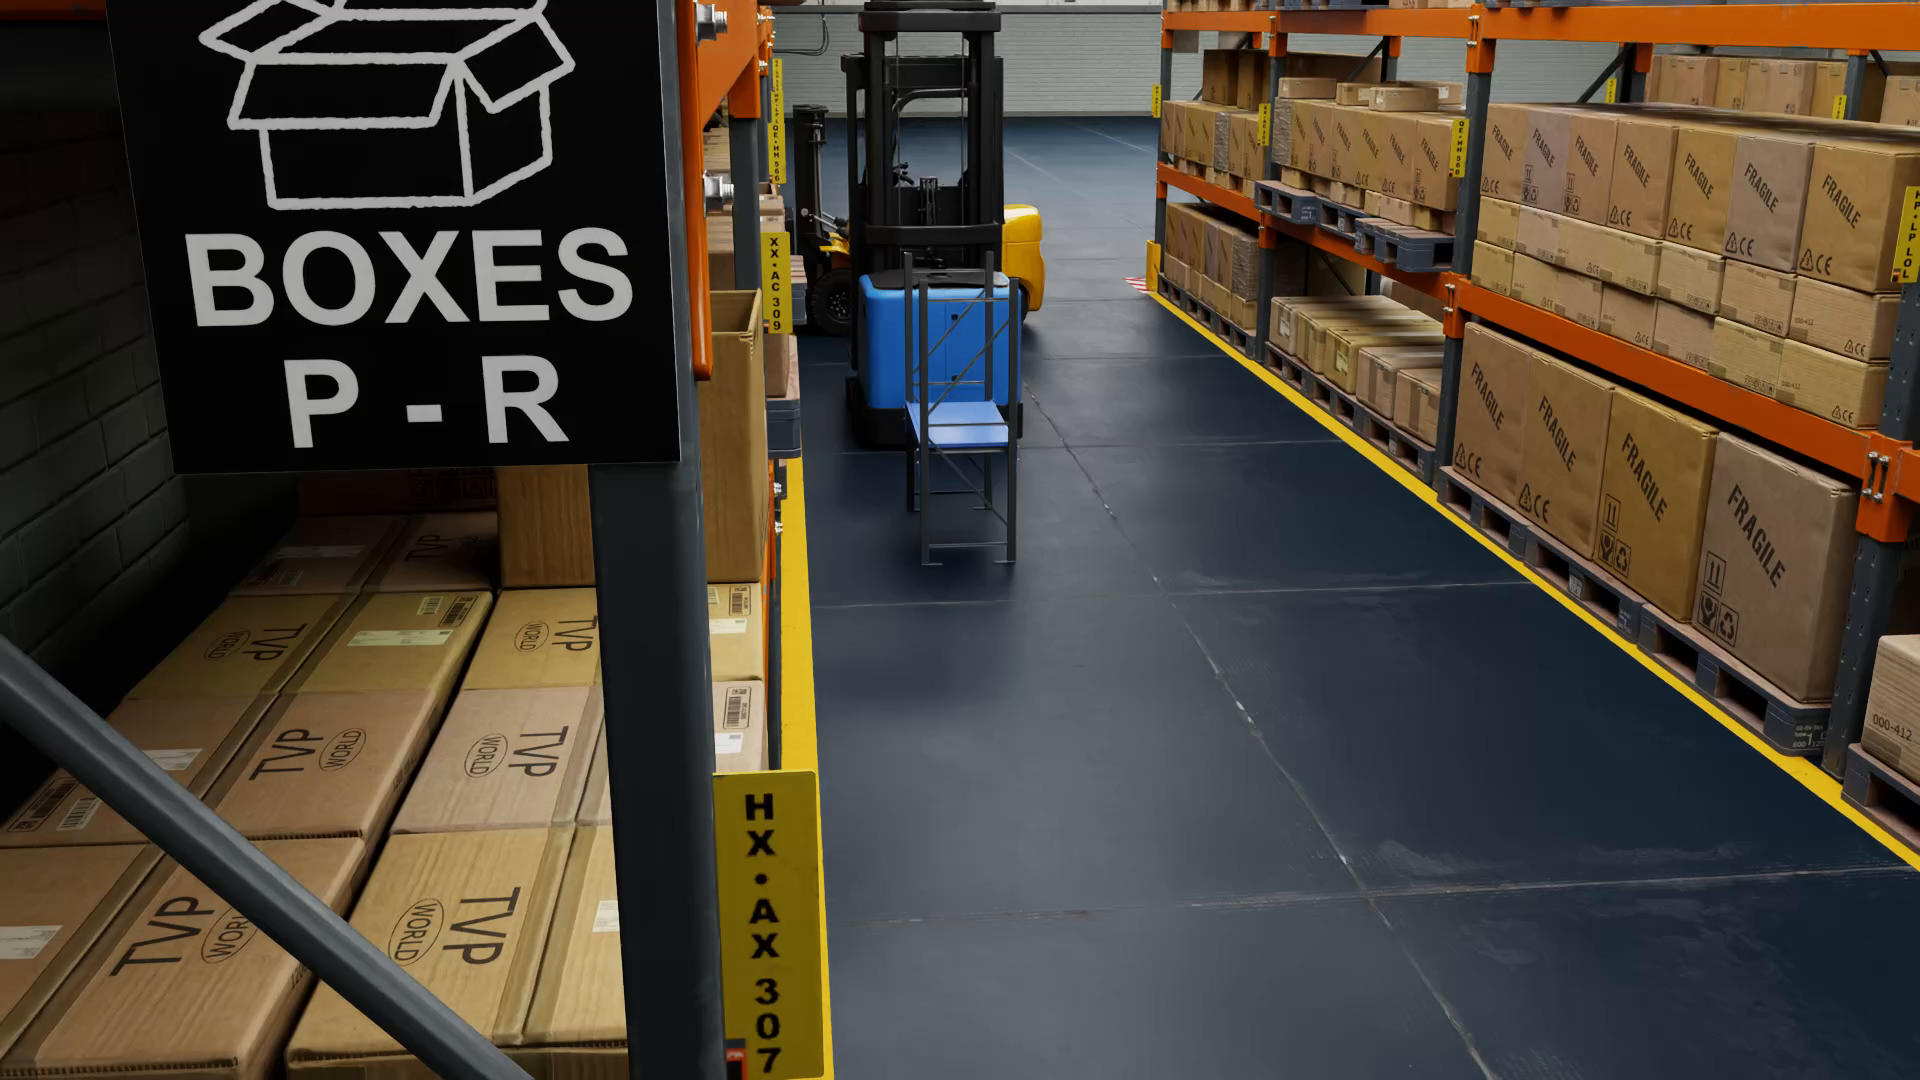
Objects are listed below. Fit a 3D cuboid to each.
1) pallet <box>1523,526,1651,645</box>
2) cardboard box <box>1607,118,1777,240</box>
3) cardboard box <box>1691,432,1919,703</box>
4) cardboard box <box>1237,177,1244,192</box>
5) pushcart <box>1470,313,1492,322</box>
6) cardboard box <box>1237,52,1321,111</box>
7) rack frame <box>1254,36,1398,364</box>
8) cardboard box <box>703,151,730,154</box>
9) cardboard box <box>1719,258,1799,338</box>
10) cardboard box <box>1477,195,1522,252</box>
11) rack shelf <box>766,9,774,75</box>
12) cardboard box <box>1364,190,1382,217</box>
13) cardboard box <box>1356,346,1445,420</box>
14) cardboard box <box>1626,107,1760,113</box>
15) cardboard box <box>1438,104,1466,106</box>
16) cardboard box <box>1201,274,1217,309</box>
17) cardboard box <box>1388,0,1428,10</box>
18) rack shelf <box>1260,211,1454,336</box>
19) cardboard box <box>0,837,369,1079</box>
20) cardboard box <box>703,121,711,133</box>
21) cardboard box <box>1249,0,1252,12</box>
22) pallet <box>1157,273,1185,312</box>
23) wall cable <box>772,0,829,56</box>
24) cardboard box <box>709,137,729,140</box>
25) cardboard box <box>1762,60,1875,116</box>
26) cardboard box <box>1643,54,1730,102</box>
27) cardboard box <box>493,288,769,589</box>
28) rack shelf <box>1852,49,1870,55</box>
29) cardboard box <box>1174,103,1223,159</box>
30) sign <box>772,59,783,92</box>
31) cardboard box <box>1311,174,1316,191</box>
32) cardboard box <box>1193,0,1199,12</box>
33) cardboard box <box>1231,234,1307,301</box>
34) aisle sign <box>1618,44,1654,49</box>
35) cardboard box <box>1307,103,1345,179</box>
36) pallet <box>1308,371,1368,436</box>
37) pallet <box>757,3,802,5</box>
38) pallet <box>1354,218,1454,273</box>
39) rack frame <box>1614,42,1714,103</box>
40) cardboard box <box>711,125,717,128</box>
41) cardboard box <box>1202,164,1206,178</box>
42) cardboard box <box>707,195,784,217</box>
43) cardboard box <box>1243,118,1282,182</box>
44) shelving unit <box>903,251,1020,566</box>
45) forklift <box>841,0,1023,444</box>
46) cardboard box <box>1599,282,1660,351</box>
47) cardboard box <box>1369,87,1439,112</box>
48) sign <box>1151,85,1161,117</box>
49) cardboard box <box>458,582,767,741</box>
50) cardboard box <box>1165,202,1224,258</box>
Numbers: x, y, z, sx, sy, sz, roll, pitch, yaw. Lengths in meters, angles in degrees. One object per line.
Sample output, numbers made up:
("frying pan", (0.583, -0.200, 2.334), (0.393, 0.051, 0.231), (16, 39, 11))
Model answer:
("pallet", (3.520, 0.188, 8.226), (1.003, 0.211, 1.213), (-2, 18, -6))
("cardboard box", (3.346, -1.660, 7.620), (0.500, 0.500, 0.500), (-1, 17, -5))
("cardboard box", (3.660, 0.081, 6.759), (0.875, 0.875, 0.875), (-1, 17, -4))
("cardboard box", (2.648, -3.129, 14.556), (0.380, 0.149, 0.250), (-2, 18, -6))
("pushcart", (5.241, -1.768, 14.179), (1.648, 0.377, 0.936), (-8, 19, -25))
("cardboard box", (2.948, -4.194, 15.196), (0.700, 0.500, 0.500), (-2, 18, -6))
("rack frame", (2.978, -2.934, 13.515), (1.000, 3.000, 0.127), (-2, 18, -6))
("cardboard box", (-1.462, -2.356, 10.423), (0.380, 0.149, 0.250), (-2, 17, -5))
("cardboard box", (3.457, -0.990, 6.738), (0.500, 0.250, 0.500), (-1, 17, -4))
("cardboard box", (3.197, -1.751, 9.161), (0.500, 0.250, 0.500), (-2, 18, -6))
("rack shelf", (-1.752, -3.272, 10.783), (1.077, 0.370, 4.000), (-2, 18, -6))
("cardboard box", (2.892, -2.221, 10.963), (0.380, 0.149, 0.250), (-1, 17, -5))
("cardboard box", (3.258, -1.077, 11.286), (0.950, 0.372, 0.625), (-2, 18, -7))
("cardboard box", (3.765, -1.968, 8.603), (0.500, 0.500, 0.500), (-1, 17, -5))
("cardboard box", (3.354, -2.892, 12.016), (0.500, 0.500, 0.500), (-1, 17, -4))
("cardboard box", (2.537, -2.300, 15.386), (0.500, 0.250, 0.500), (-2, 17, -5))
("cardboard box", (3.205, -3.676, 10.699), (0.797, 0.503, 0.637), (-2, 18, -6))
("rack shelf", (3.184, -1.995, 11.724), (1.077, 0.370, 4.000), (-2, 18, -6))
("cardboard box", (-1.032, 0.597, 2.023), (0.500, 0.250, 0.500), (-1, 17, -4))
("cardboard box", (-2.325, -3.530, 14.164), (0.380, 0.149, 0.250), (-1, 17, -4))
("cardboard box", (2.674, -4.560, 14.106), (0.380, 0.149, 0.250), (-2, 18, -8))
("pallet", (2.622, -2.530, 16.882), (1.003, 0.211, 1.213), (-2, 18, -6))
("wall cable", (-5.279, -14.973, 47.031), (3.097, 2.526, 0.112), (-2, 18, -6))
("cardboard box", (-1.561, -2.737, 11.636), (0.380, 0.149, 0.250), (-2, 18, -7))
("cardboard box", (7.715, -3.975, 14.777), (0.875, 0.550, 0.550), (-2, 18, -6))
("cardboard box", (7.479, -4.784, 17.353), (0.875, 0.550, 0.550), (-2, 18, -6))
("cardboard box", (-0.655, -0.223, 3.381), (0.500, 0.500, 0.500), (-1, 17, -4))
("rack shelf", (8.098, -3.609, 11.858), (1.077, 0.370, 4.000), (-2, 18, -6))
("cardboard box", (2.395, -4.011, 16.283), (0.500, 0.500, 0.500), (-1, 17, -4))
("sign", (-1.830, -4.649, 16.650), (0.100, 0.325, 0.005), (-2, 18, -6))
("cardboard box", (2.843, -2.683, 12.434), (0.380, 0.149, 0.250), (-1, 17, -2))
("cardboard box", (2.436, -5.100, 15.824), (0.380, 0.149, 0.250), (-2, 18, -6))
("cardboard box", (2.650, -2.348, 14.286), (0.500, 0.500, 0.500), (-2, 18, -6))
("aisle sign", (7.173, -5.561, 17.542), (0.394, 0.787, 0.004), (-2, 18, -6))
("cardboard box", (2.831, -2.878, 11.973), (0.500, 0.500, 0.500), (-2, 18, -6))
("pallet", (3.189, -1.007, 12.033), (1.003, 0.211, 1.213), (-2, 18, -6))
("pallet", (-1.241, -2.243, 6.619), (1.213, 0.211, 1.003), (-2, 18, -6))
("pallet", (3.211, -1.860, 10.413), (1.213, 0.211, 1.003), (-2, 18, -6))
("rack frame", (7.479, -4.309, 17.894), (1.000, 3.000, 0.127), (-2, 18, -6))
("cardboard box", (-2.464, -3.558, 15.337), (0.500, 0.500, 0.500), (-2, 18, -6))
("cardboard box", (2.509, -3.512, 15.775), (0.380, 0.149, 0.250), (-1, 17, -4))
("cardboard box", (-1.095, -1.183, 7.070), (0.700, 0.500, 0.500), (-2, 18, -6))
("cardboard box", (2.685, -3.248, 13.852), (0.500, 0.500, 0.500), (-2, 18, -7))
("shelving unit", (-0.009, -0.741, 9.033), (0.538, 1.500, 1.048), (-2, 18, -6))
("forklift", (-0.274, -2.425, 12.008), (1.130, 2.935, 3.031), (-2, 18, -7))
("cardboard box", (3.364, -1.061, 7.800), (0.500, 0.250, 0.500), (-2, 18, -6))
("cardboard box", (2.941, -2.920, 11.024), (0.380, 0.149, 0.250), (-3, 18, -8))
("sign", (2.026, -4.522, 17.127), (0.100, 0.325, 0.005), (-2, 18, -6))
("cardboard box", (-0.608, 0.281, 3.029), (0.500, 0.250, 0.500), (-2, 18, -7))
("cardboard box", (2.377, -3.116, 16.732), (0.500, 0.500, 0.500), (-2, 18, -7))
